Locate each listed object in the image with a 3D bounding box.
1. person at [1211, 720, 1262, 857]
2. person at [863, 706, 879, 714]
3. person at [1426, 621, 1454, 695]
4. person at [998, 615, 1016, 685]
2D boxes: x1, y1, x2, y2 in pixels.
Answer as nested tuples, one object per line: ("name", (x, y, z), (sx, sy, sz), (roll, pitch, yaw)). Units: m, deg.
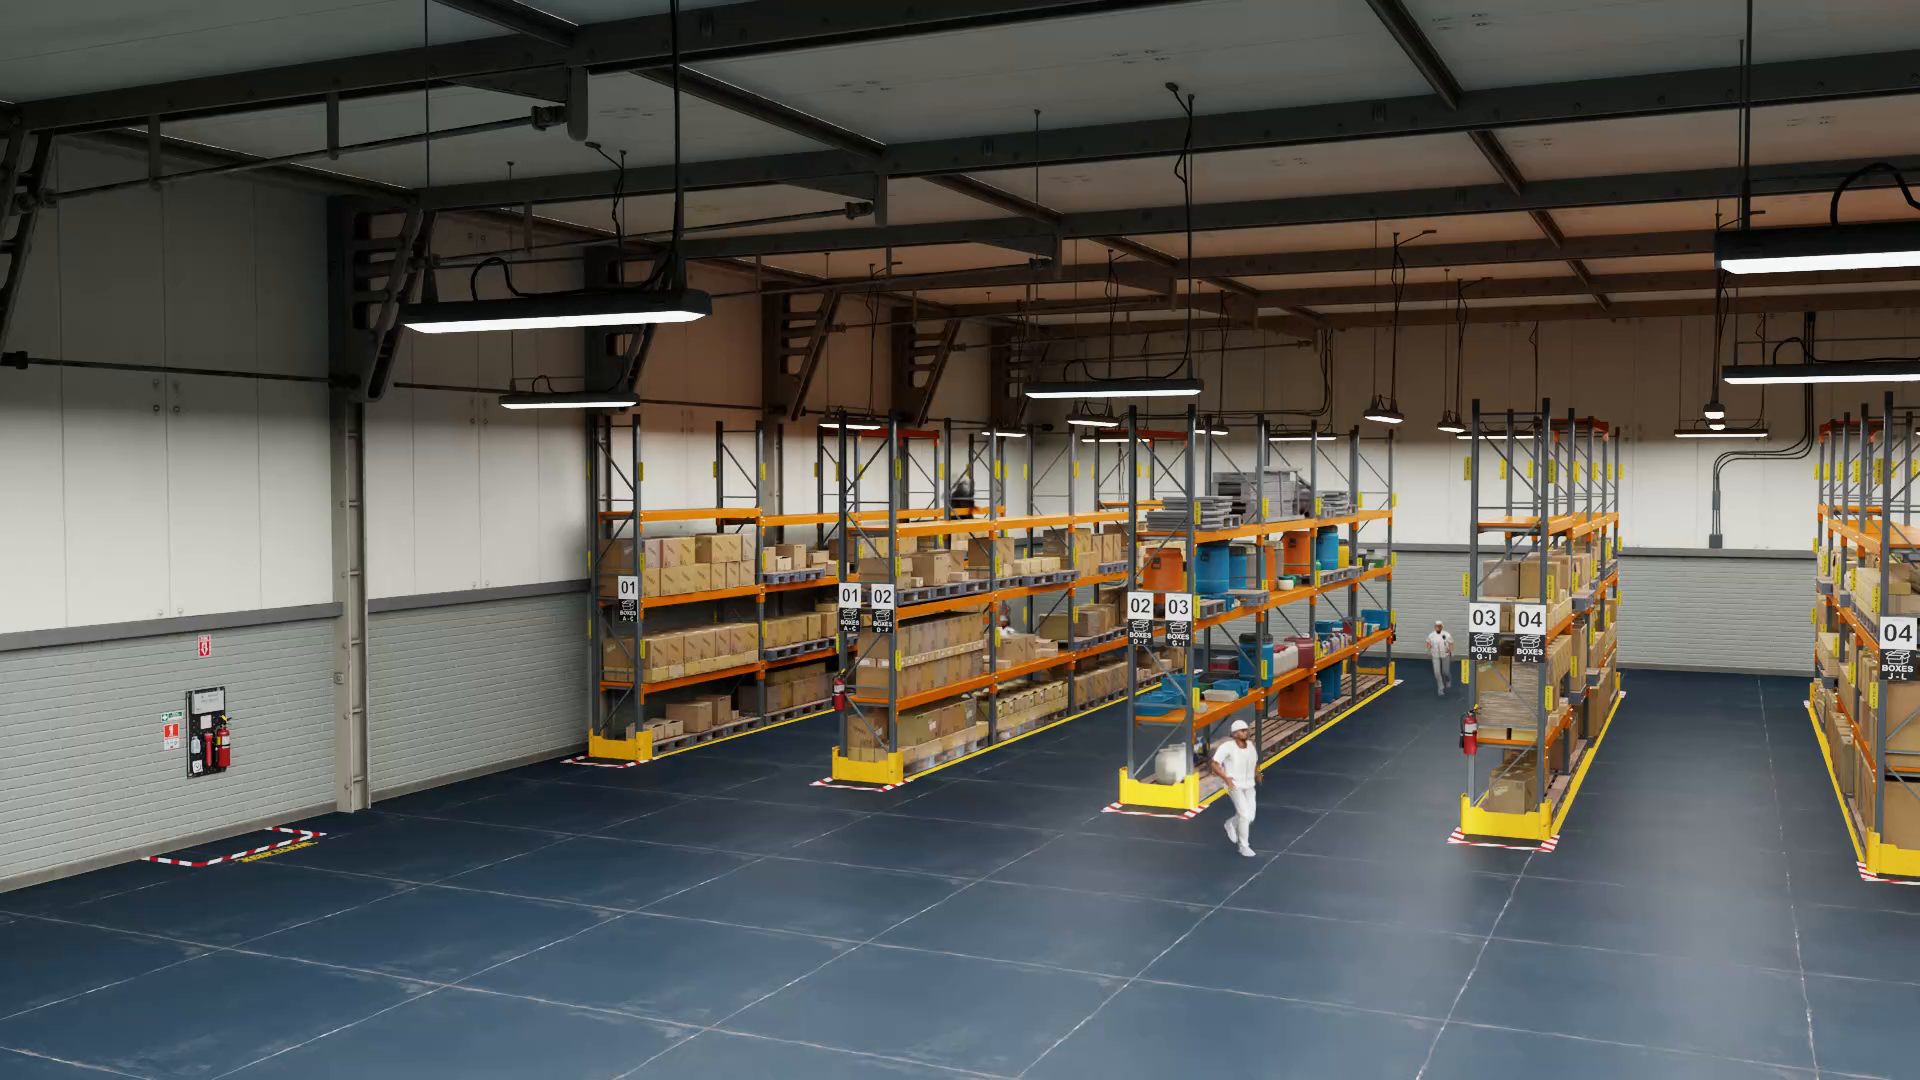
("person", (3.642, 3.232, 21.847), (0.708, 1.746, 0.714), (-1, 3, -30))
("person", (-1.567, 2.884, 30.750), (0.665, 1.693, 0.775), (1, 2, 18))
("person", (10.852, 2.650, 37.598), (0.613, 1.650, 0.738), (1, 2, 20))
("person", (0.982, 2.516, 36.754), (0.595, 1.725, 0.870), (1, 3, 21))
